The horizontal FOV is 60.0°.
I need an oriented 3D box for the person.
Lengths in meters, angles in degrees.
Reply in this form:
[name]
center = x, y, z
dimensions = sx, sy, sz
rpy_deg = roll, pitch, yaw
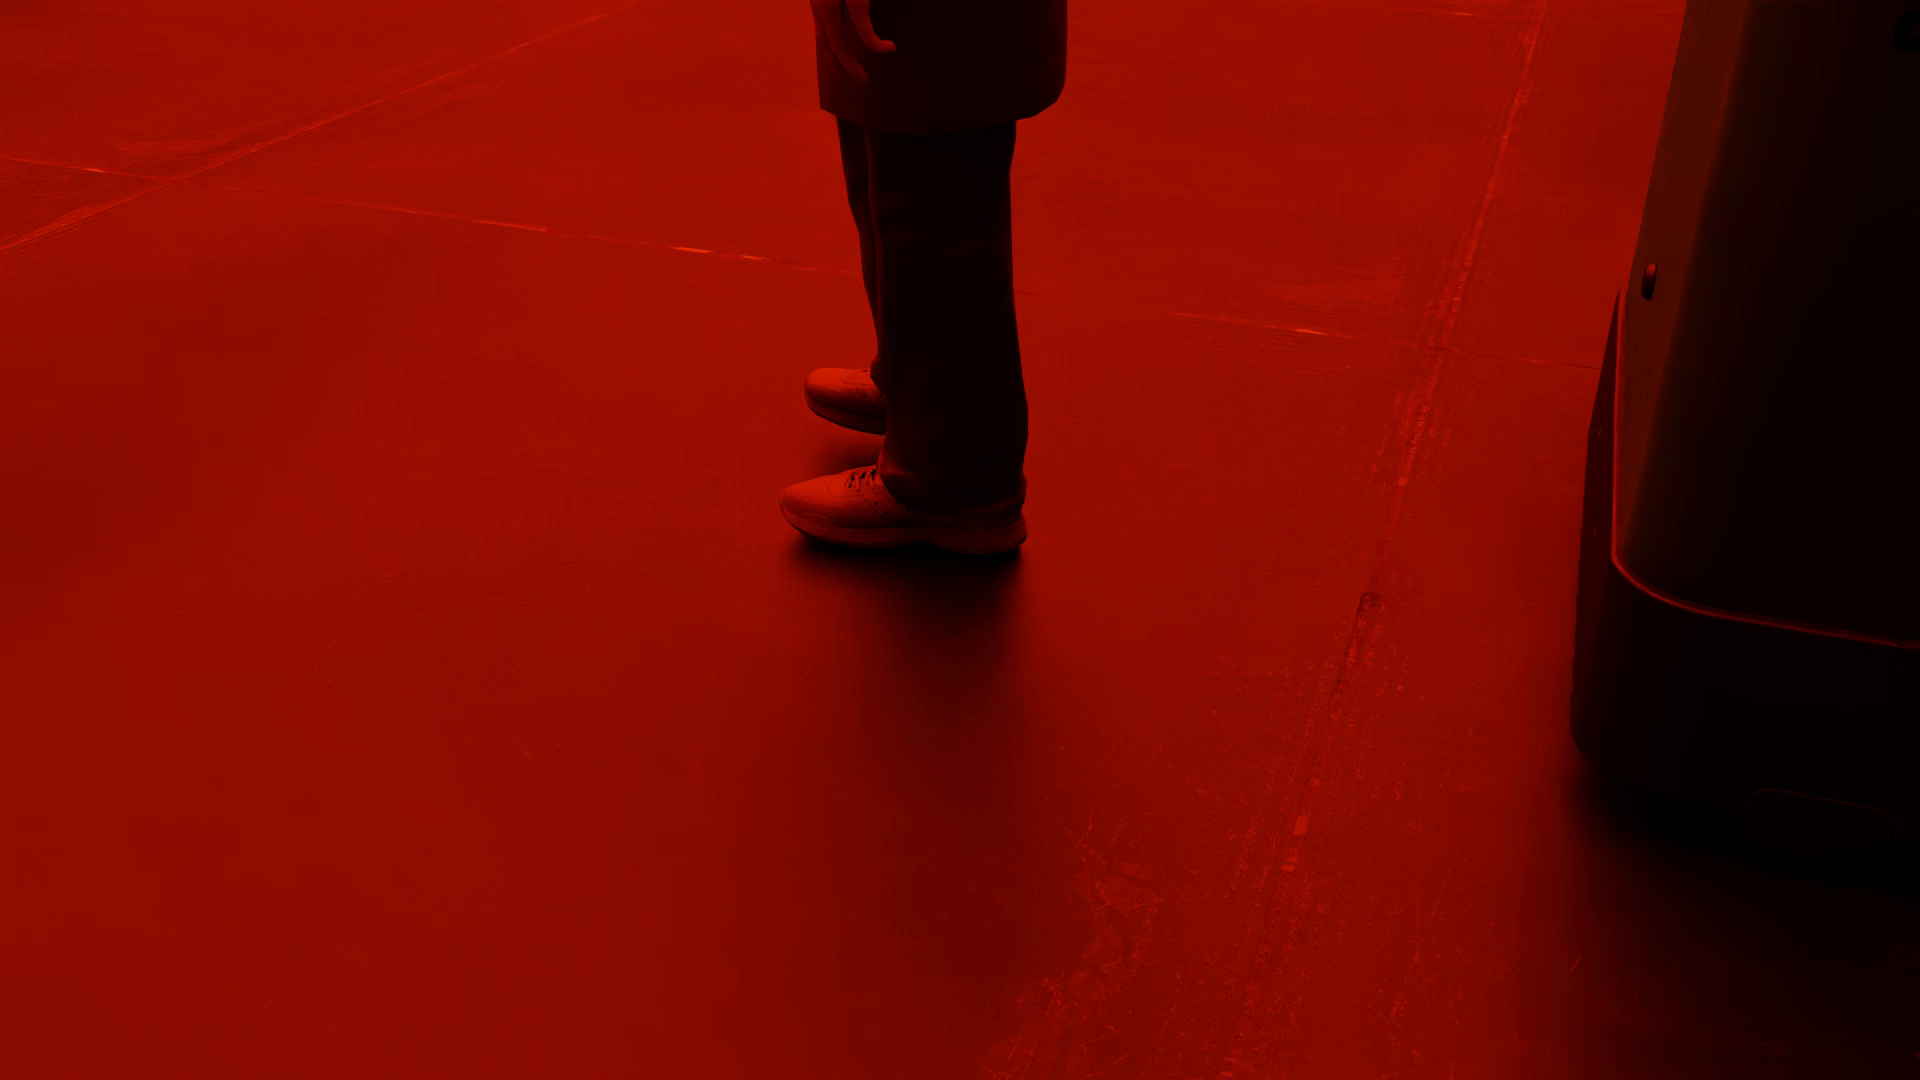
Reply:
[person]
center = -0.085, -0.797, 2.089
dimensions = 0.580, 1.778, 0.696
rpy_deg = 10, 31, 18

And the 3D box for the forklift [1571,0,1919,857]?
[forklift]
center = 2.290, -0.936, 1.179
dimensions = 3.031, 2.935, 1.130
rpy_deg = 10, 31, 17
